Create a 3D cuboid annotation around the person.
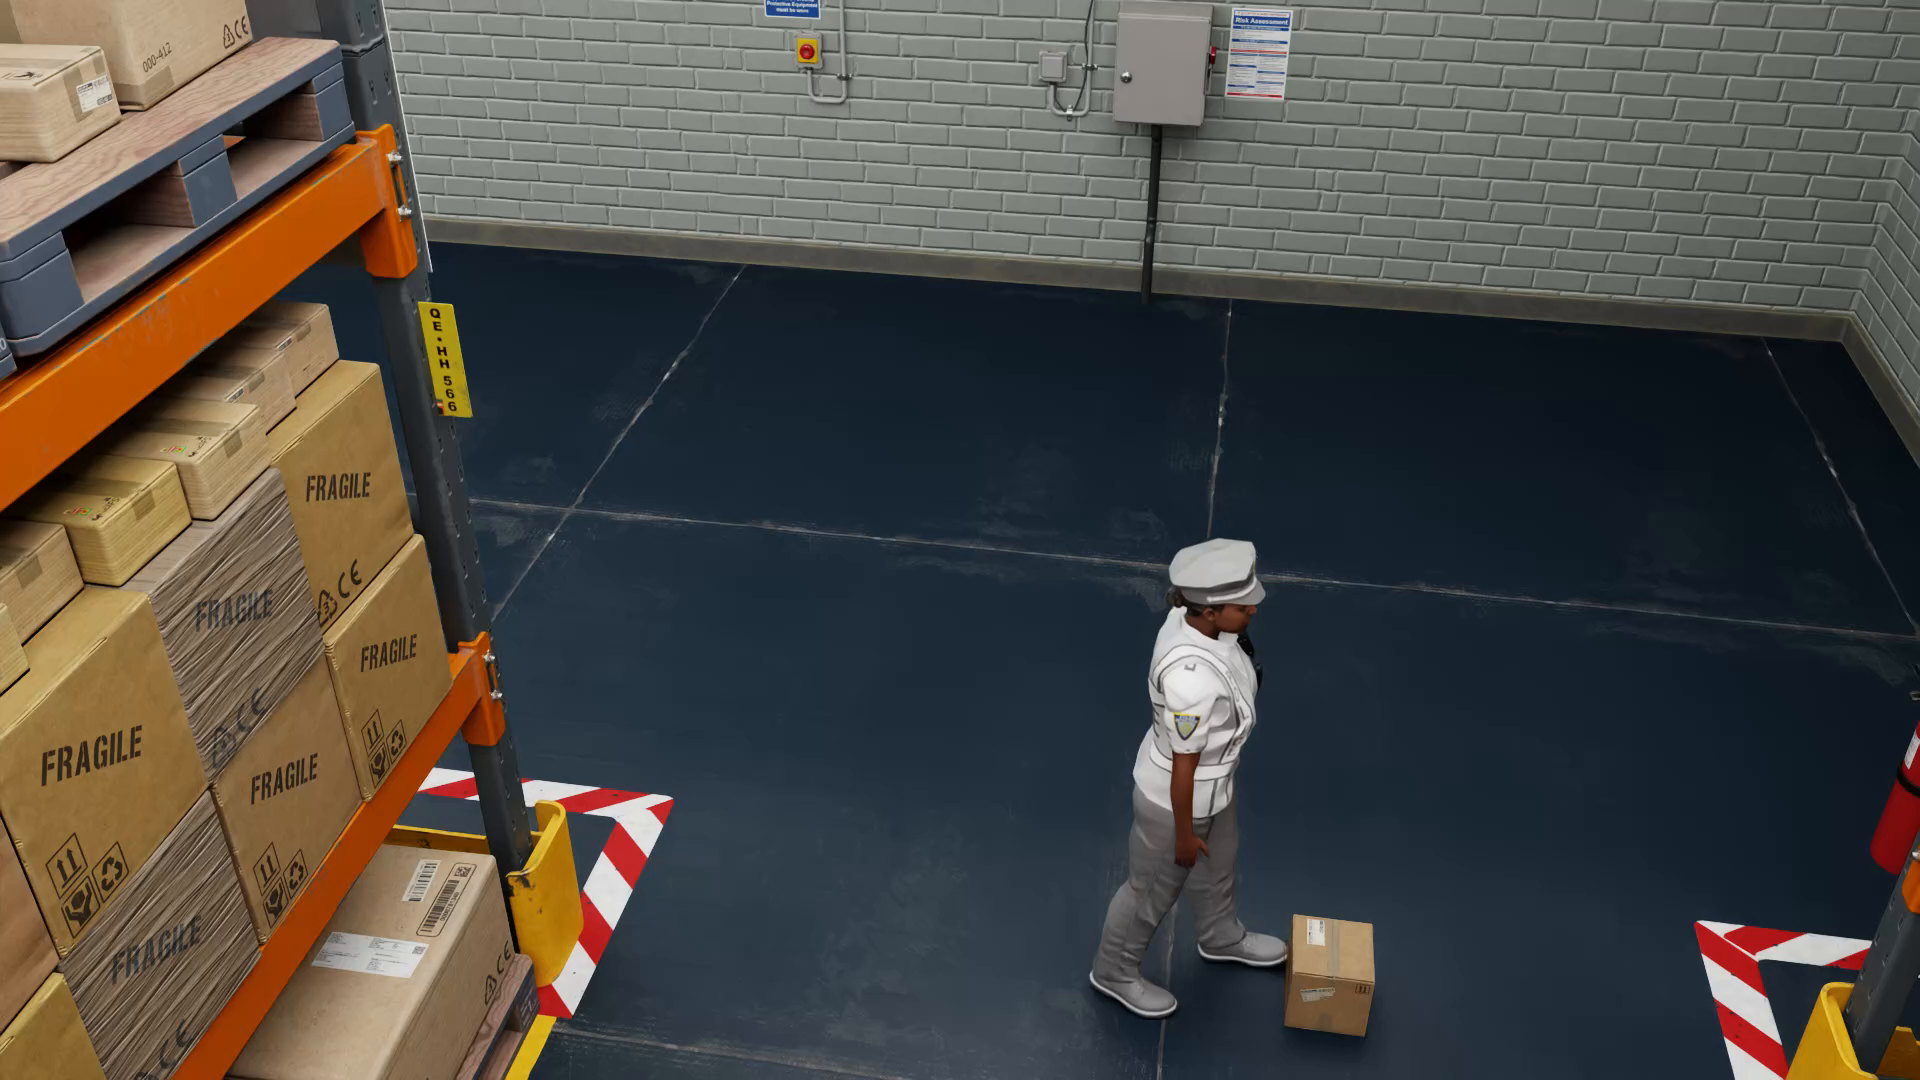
[{"bbox_3d":[0.739,0.736,4.964,0.607,1.674,0.469,9,34,14],"label":"person"}]
